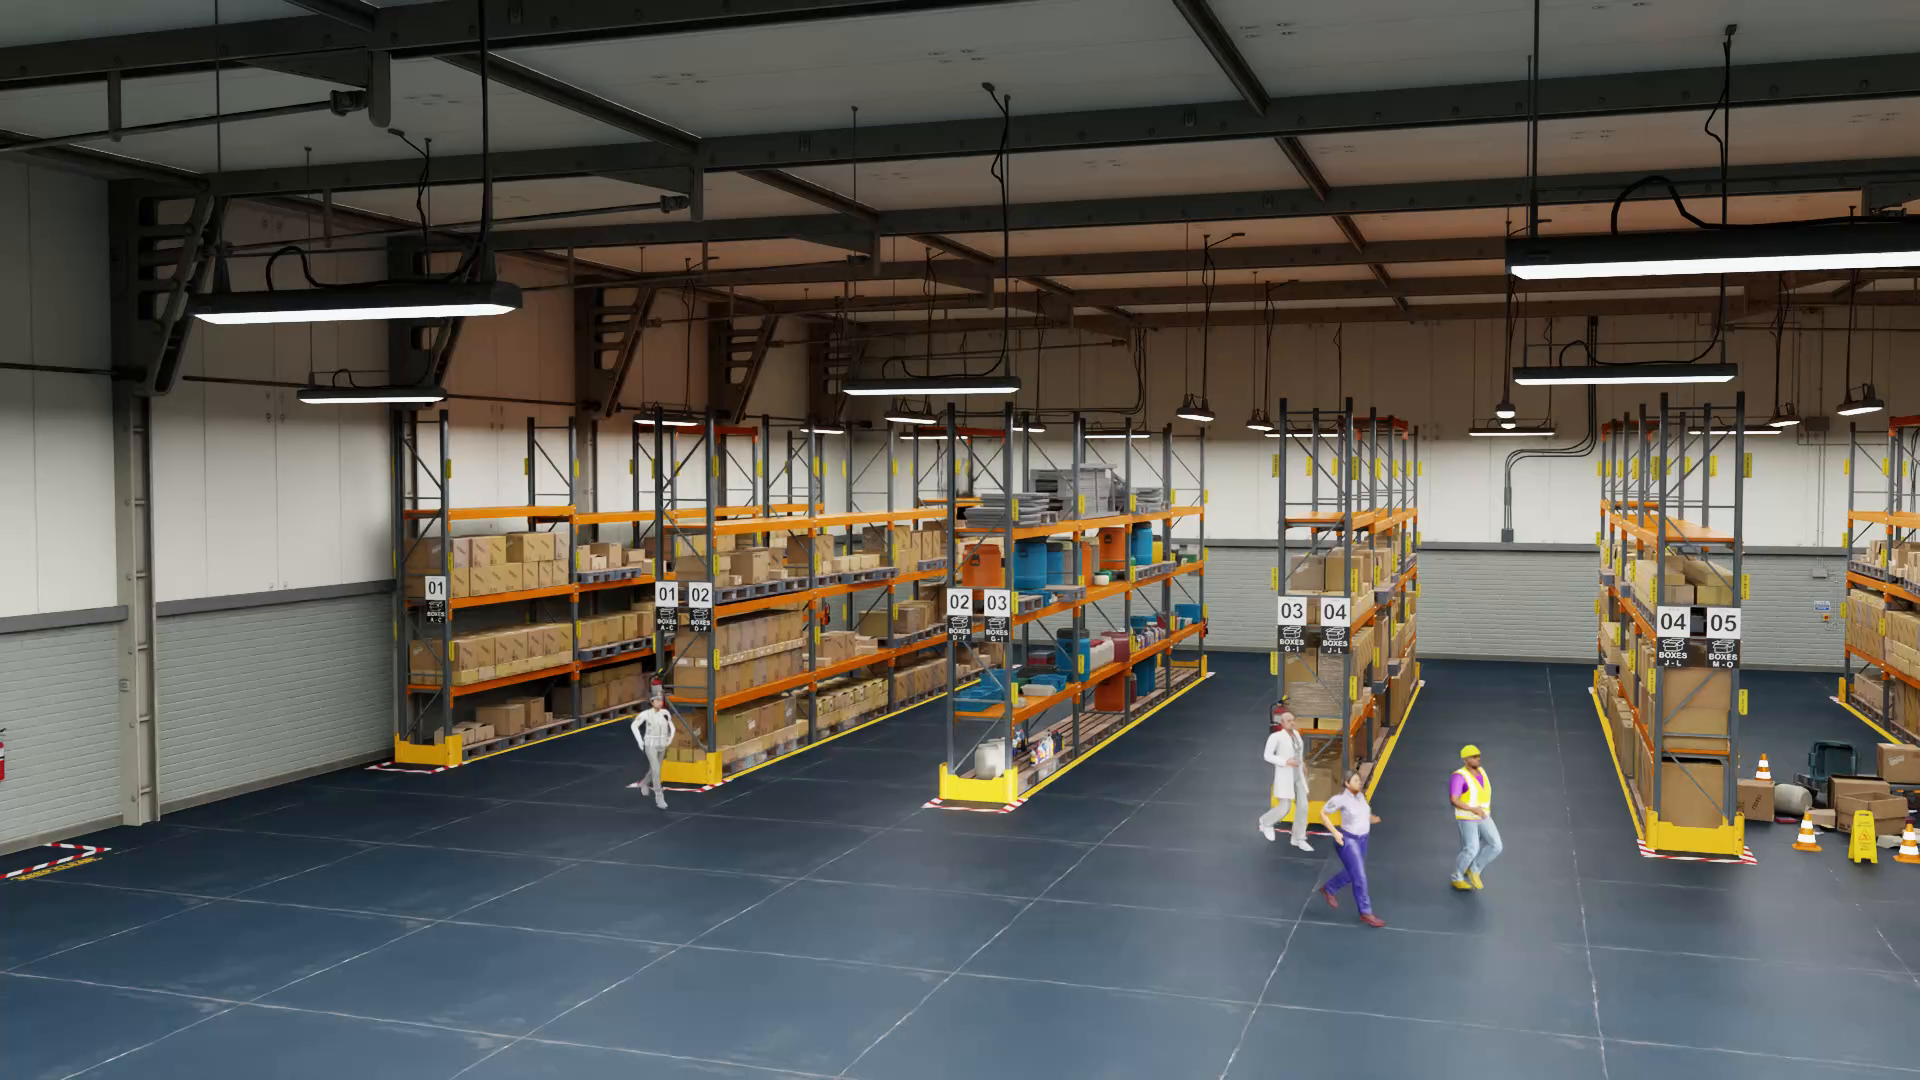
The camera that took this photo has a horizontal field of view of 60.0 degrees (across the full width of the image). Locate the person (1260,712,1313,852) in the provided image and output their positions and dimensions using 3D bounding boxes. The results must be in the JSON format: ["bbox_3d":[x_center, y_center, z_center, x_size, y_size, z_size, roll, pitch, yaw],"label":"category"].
[{"bbox_3d":[4.315,3.174,22.009,0.708,1.790,0.862,-1,3,-30],"label":"person"}]

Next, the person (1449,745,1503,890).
[{"bbox_3d":[6.086,3.282,19.653,0.702,1.725,0.617,-1,3,-31],"label":"person"}]

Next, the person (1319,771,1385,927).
[{"bbox_3d":[4.333,3.369,18.413,0.605,1.635,0.943,-2,3,-44],"label":"person"}]

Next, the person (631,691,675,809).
[{"bbox_3d":[-4.563,3.099,24.858,0.635,1.707,0.890,-2,3,-40],"label":"person"}]
